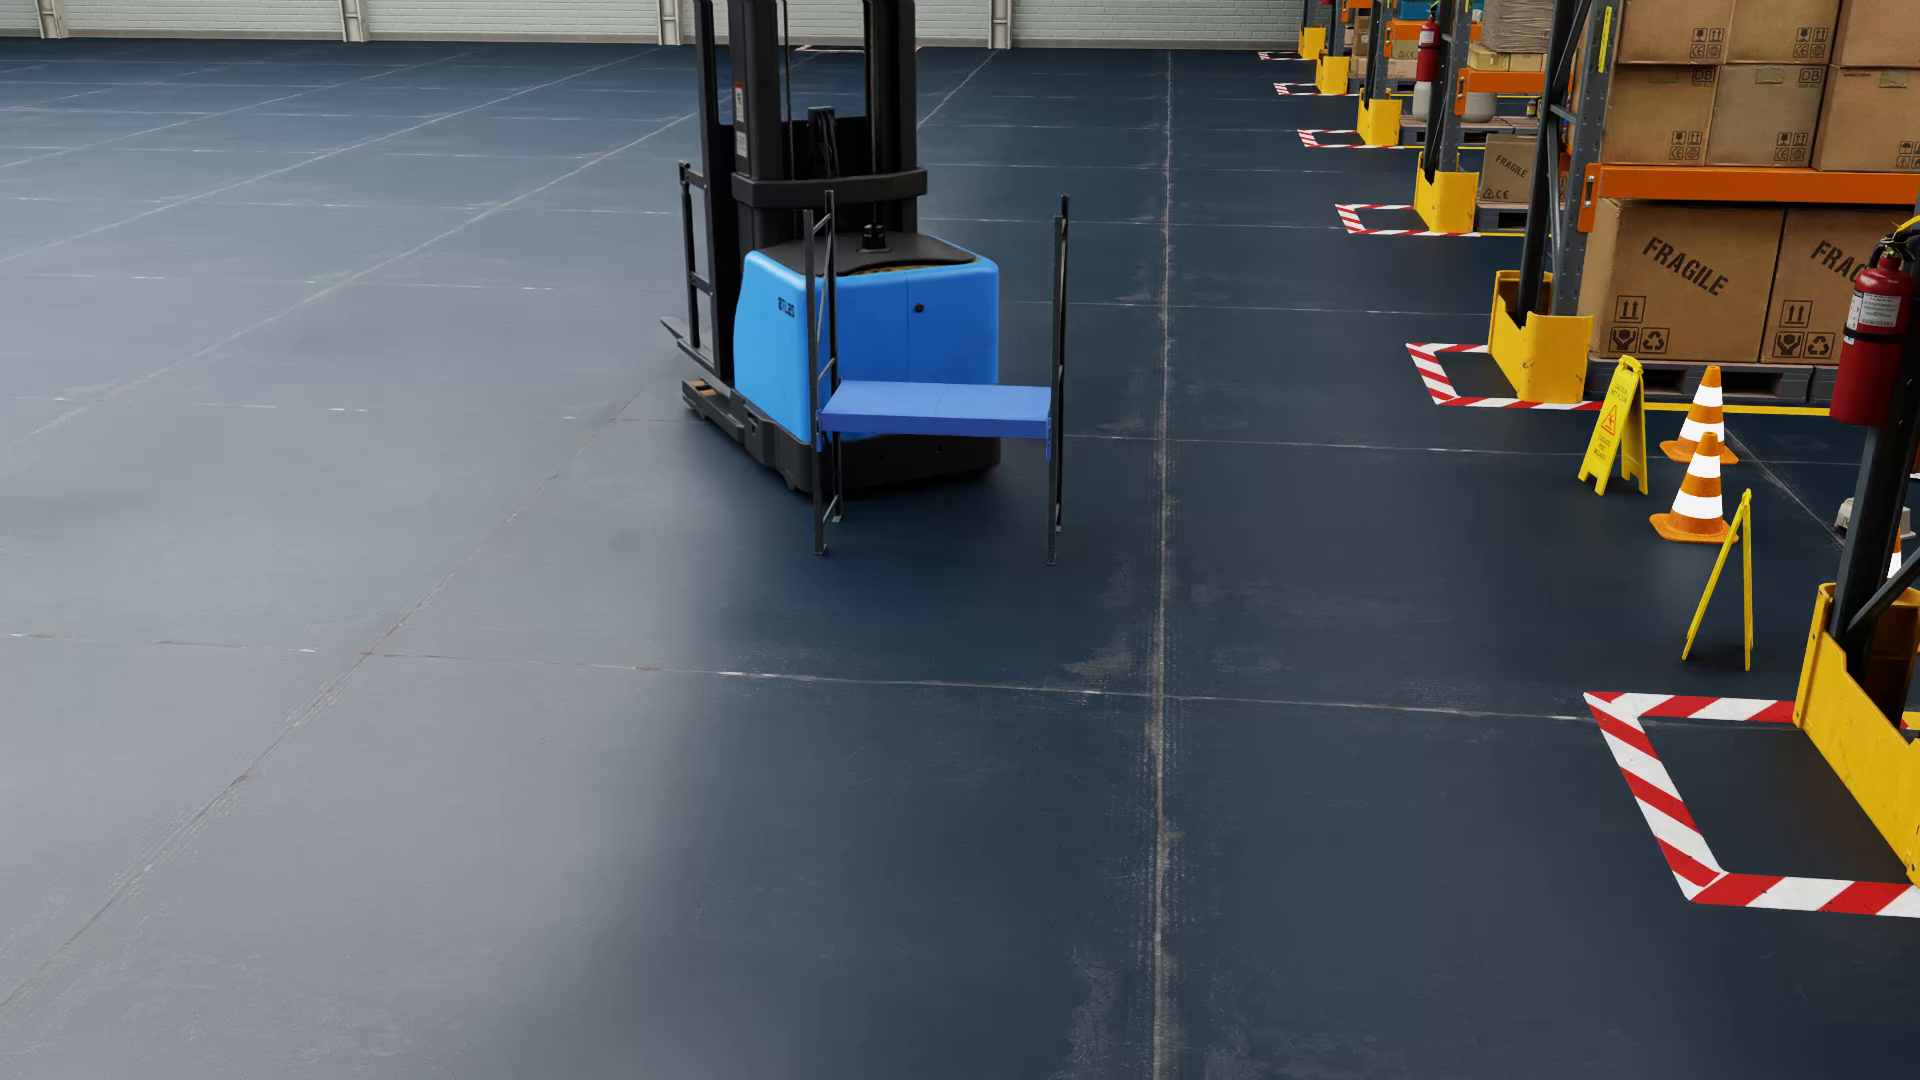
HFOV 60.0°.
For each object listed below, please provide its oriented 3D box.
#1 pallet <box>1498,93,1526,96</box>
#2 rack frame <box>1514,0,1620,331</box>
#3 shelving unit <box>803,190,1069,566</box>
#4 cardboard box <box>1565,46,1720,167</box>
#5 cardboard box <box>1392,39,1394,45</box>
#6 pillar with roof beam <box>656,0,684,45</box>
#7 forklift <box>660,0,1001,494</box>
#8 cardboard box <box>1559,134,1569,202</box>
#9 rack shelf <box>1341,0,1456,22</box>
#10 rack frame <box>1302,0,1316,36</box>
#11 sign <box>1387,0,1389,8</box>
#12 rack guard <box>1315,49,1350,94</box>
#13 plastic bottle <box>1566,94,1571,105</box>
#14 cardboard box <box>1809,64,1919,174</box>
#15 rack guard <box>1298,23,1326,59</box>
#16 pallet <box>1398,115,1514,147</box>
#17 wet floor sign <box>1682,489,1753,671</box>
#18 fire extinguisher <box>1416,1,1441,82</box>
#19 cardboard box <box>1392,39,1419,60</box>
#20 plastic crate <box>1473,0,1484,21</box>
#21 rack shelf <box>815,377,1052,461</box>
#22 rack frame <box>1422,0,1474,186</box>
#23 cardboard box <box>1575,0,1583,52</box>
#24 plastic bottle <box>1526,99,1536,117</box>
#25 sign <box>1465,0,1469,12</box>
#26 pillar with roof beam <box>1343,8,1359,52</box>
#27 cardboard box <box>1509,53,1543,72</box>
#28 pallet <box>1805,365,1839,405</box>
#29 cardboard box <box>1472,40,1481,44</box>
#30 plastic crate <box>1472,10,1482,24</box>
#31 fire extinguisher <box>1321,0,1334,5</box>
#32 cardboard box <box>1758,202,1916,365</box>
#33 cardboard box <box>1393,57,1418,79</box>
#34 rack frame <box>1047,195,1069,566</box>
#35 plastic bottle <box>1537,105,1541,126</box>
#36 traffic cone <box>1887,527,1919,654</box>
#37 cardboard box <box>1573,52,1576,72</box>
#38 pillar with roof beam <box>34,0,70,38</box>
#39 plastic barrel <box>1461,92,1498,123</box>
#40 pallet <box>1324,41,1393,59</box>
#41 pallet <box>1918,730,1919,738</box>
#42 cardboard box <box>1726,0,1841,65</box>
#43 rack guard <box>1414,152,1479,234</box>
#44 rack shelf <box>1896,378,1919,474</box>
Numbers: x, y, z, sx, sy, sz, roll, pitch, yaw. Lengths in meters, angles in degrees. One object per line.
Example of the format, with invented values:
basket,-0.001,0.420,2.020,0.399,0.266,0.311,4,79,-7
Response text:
pallet,7.267,-6.434,23.427,1.213,0.211,1.003,2,22,6
rack frame,3.441,-2.379,9.378,0.127,3.000,1.000,2,22,6
shelving unit,-0.085,-0.701,7.173,1.048,1.500,0.538,2,22,6
cardboard box,3.815,-2.449,9.351,0.550,0.550,0.875,2,22,6
cardboard box,7.116,-8.478,27.862,0.500,0.311,0.500,4,22,11
pillar with roof beam,-5.753,-11.634,24.627,0.400,9.000,9.100,2,22,6
forklift,-0.895,-2.084,8.725,1.130,2.935,3.031,-10,24,-24
cardboard box,5.341,-3.172,14.212,0.500,0.500,0.500,8,23,20
rack shelf,7.281,-7.381,23.008,4.000,0.370,1.077,2,22,6
rack frame,5.874,-9.611,27.670,0.127,3.000,1.000,2,22,6
sign,4.639,-5.922,17.963,0.005,0.325,0.100,2,22,6
rack guard,5.271,-6.641,23.557,0.348,0.500,1.175,2,22,6
plastic bottle,6.968,-4.986,19.077,0.135,0.276,0.152,2,22,5
cardboard box,4.905,-2.363,9.134,0.550,0.550,0.875,2,22,6
rack guard,5.949,-8.445,28.121,0.348,0.500,1.175,2,22,6
pallet,5.595,-4.674,18.975,1.213,0.211,1.003,2,22,6
wet floor sign,2.896,0.129,6.237,0.232,0.644,0.267,11,24,25
fire extinguisher,4.065,-4.323,14.399,0.183,0.674,0.296,2,22,6
cardboard box,6.298,-6.942,23.068,0.500,0.500,0.500,2,22,6
plastic crate,5.884,-5.982,18.694,0.408,0.251,0.499,2,22,6
rack shelf,-0.085,-0.534,7.240,1.000,0.185,0.538,2,22,6
rack frame,4.125,-4.186,13.947,0.127,3.000,1.000,2,22,6
cardboard box,5.179,-4.359,13.844,0.500,0.500,0.875,2,22,6
plastic bottle,6.583,-4.978,19.158,0.097,0.201,0.097,0,22,0
sign,4.061,-4.390,13.287,0.005,0.325,0.100,2,22,6
pillar with roof beam,6.164,-11.115,23.314,0.400,9.000,9.100,2,22,6
cardboard box,4.626,-3.952,13.697,0.250,0.149,0.380,2,22,6
pallet,5.452,-1.022,9.739,1.213,0.211,1.003,2,22,6
cardboard box,7.290,-6.897,22.955,0.500,0.500,0.500,2,22,6
plastic crate,5.559,-5.715,18.174,0.250,0.136,0.298,2,22,6
fire extinguisher,5.232,-7.941,23.551,0.183,0.674,0.296,2,22,6
cardboard box,4.996,-1.544,9.583,0.875,0.875,0.875,2,22,5
cardboard box,6.298,-6.594,23.208,0.500,0.250,0.500,2,22,6
rack frame,0.420,-0.679,7.118,0.032,1.500,0.500,2,22,6
plastic bottle,6.472,-4.737,18.456,0.097,0.271,0.097,0,22,0
traffic cone,3.538,0.160,6.406,0.334,0.463,0.336,2,22,6
cardboard box,5.123,-3.932,13.647,0.250,0.149,0.380,2,22,6
pillar with roof beam,-17.669,-12.153,25.940,0.400,9.000,9.100,2,22,6
plastic barrel,5.868,-5.010,18.845,0.421,0.512,0.421,0,22,0
pallet,6.752,-8.263,28.053,1.213,0.211,1.003,2,22,6
pallet,3.837,0.781,5.178,1.213,0.211,1.003,2,22,6
cardboard box,4.362,-2.931,9.100,0.550,0.550,0.875,2,22,6
rack guard,4.200,-3.020,14.398,0.348,0.500,1.175,2,22,6
rack shelf,4.945,-0.146,4.709,4.000,0.370,1.077,2,22,6
